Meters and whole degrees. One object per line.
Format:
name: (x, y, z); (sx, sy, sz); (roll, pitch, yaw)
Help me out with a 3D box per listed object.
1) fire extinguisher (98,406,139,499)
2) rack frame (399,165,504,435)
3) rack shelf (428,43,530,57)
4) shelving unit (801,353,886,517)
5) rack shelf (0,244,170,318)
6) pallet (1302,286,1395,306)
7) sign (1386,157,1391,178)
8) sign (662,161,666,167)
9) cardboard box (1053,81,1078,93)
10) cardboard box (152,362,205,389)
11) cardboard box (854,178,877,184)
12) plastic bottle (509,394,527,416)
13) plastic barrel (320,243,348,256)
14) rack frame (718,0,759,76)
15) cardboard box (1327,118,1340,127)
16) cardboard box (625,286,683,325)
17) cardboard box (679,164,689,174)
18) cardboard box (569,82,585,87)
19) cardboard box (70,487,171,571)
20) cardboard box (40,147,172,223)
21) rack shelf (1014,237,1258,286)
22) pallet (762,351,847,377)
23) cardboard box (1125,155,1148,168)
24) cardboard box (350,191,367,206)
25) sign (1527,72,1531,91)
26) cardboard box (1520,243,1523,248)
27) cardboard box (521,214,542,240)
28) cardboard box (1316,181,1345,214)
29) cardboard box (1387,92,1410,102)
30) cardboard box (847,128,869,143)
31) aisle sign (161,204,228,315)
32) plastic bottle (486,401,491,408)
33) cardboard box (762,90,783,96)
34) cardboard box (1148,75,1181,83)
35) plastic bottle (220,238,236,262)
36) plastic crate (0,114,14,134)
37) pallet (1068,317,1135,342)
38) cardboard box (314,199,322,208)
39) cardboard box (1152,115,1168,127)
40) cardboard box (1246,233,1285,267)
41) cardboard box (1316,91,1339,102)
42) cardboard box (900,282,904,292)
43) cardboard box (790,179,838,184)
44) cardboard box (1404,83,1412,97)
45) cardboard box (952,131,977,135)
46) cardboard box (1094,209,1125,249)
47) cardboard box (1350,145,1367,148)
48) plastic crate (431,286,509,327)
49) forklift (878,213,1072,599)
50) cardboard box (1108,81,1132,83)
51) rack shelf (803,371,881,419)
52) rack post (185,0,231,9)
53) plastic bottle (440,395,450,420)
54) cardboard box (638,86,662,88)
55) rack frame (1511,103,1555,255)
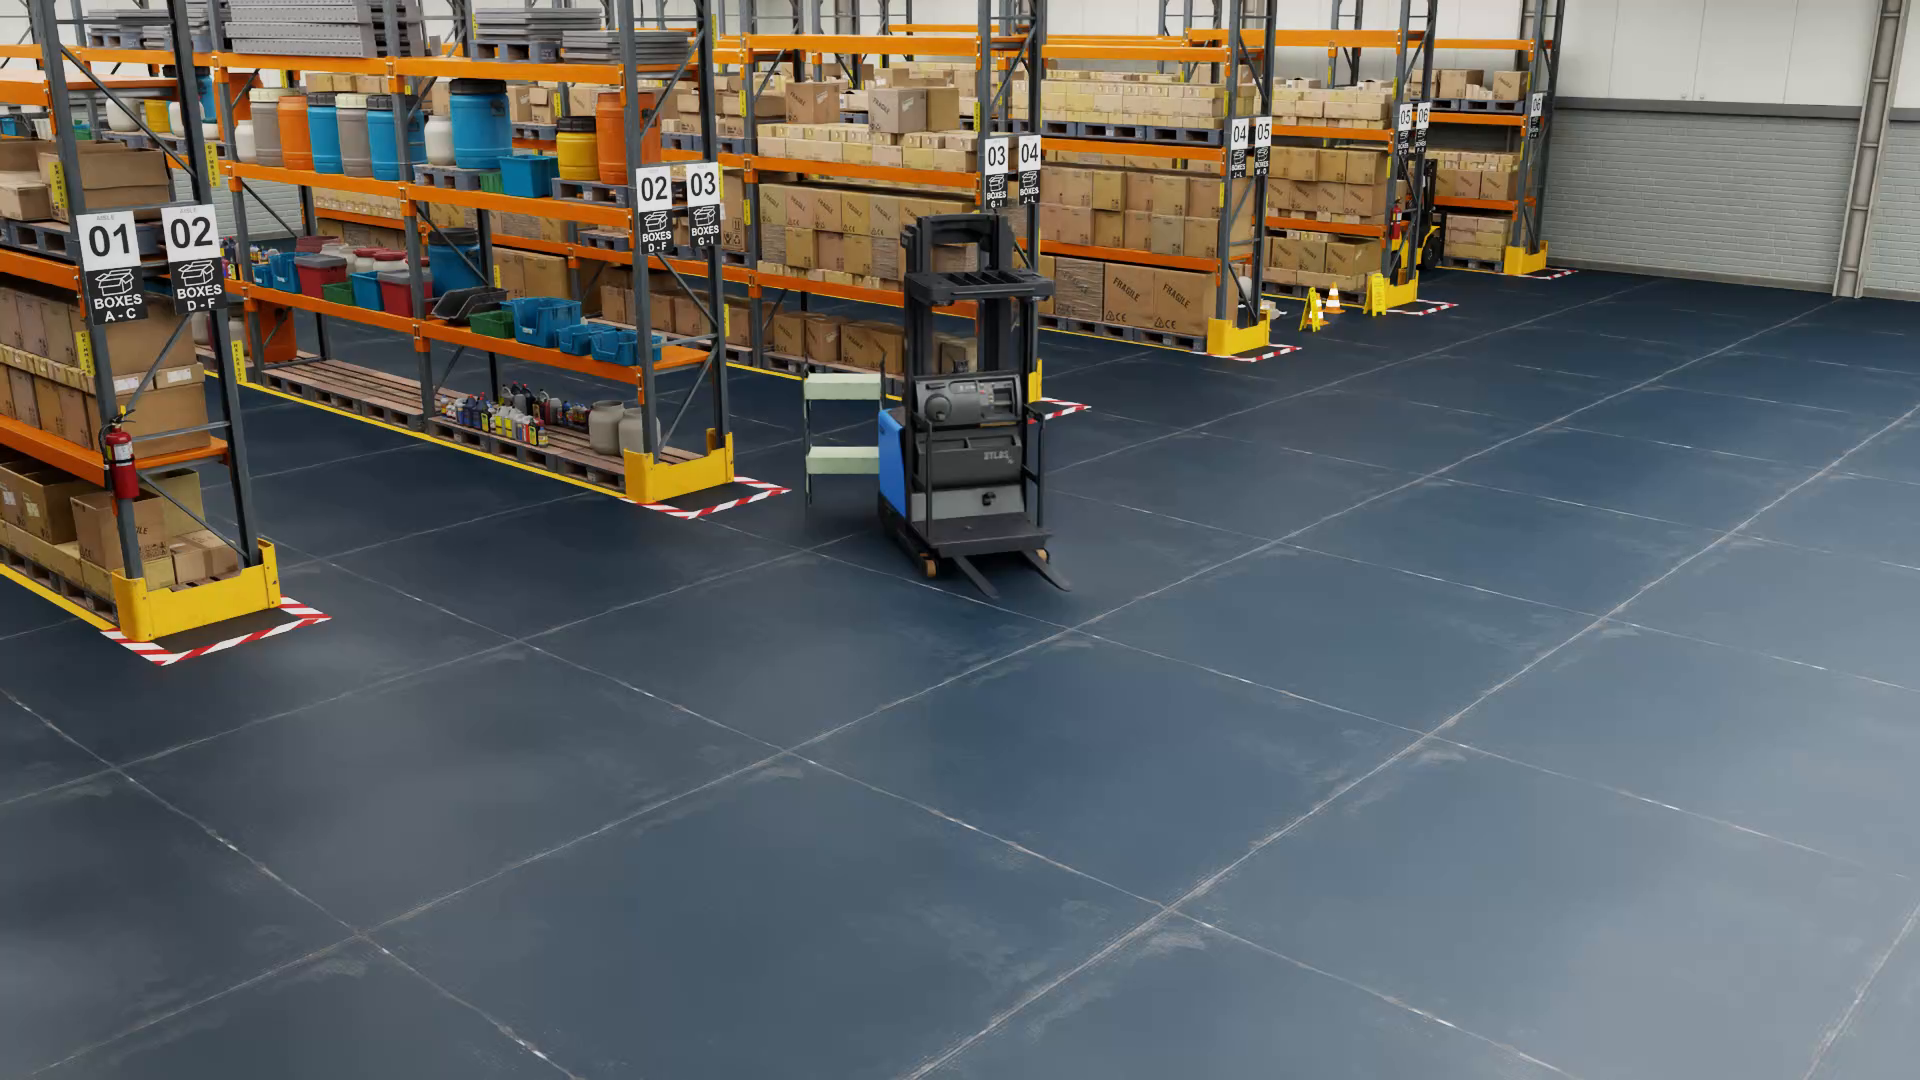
fire extinguisher: (-6.225, -0.649, 12.327); (0.183, 0.674, 0.296); (15, 23, 39)
rack frame: (-5.706, -2.738, 18.780); (0.127, 3.000, 1.000); (15, 23, 39)
rack shelf: (-6.906, -7.389, 25.369); (4.000, 0.370, 1.077); (15, 23, 39)
shelving unit: (-1.089, -0.995, 15.769); (0.755, 1.500, 0.431); (0, 18, 1)
rack shelf: (-7.501, -2.303, 13.641); (4.000, 0.370, 1.077); (15, 23, 39)
pallet: (6.510, -4.155, 27.855); (1.213, 0.211, 1.003); (15, 23, 39)
sign: (6.767, -5.879, 26.240); (0.005, 0.325, 0.100); (15, 23, 39)
sign: (-5.389, -6.855, 30.322); (0.005, 0.325, 0.100); (15, 23, 39)
cardboard box: (1.566, -6.596, 24.214); (0.250, 0.149, 0.380); (15, 23, 38)
cardboard box: (-6.156, -1.299, 13.009); (0.250, 0.149, 0.380); (15, 23, 39)
cardboard box: (-1.334, -6.094, 27.538); (0.500, 0.500, 0.700); (15, 23, 38)
plastic bottle: (-4.969, -1.508, 18.681); (0.135, 0.276, 0.152); (15, 23, 39)
plastic barrel: (-7.787, -3.436, 20.796); (0.421, 0.512, 0.421); (0, 18, 0)
rack frame: (-4.816, -11.370, 36.061); (0.127, 3.000, 1.000); (15, 23, 39)
cardboard box: (6.169, -6.786, 26.990); (0.250, 0.149, 0.380); (15, 23, 40)
cardboard box: (-4.473, -3.442, 24.402); (0.500, 0.500, 0.700); (13, 22, 35)
cardboard box: (-4.833, -6.693, 29.980); (0.250, 0.149, 0.380); (16, 24, 41)
cardboard box: (-7.109, -8.611, 31.748); (0.500, 0.250, 0.500); (15, 23, 40)
cardboard box: (-6.604, -0.102, 13.087); (0.500, 0.500, 0.500); (15, 23, 39)
cardboard box: (-6.432, -2.677, 12.533); (0.797, 0.503, 0.637); (-16, 24, -42)
rack shelf: (2.445, -4.216, 24.627); (4.000, 0.370, 1.077); (15, 23, 39)
pallet: (-1.893, -2.403, 22.334); (1.213, 0.211, 1.003); (15, 23, 39)
cardboard box: (3.290, -6.630, 29.694); (0.500, 0.500, 0.500); (15, 23, 40)
cardboard box: (-10.054, -5.873, 28.414); (0.500, 0.250, 0.500); (14, 23, 38)
sign: (10.072, -8.115, 29.433); (0.005, 0.325, 0.100); (15, 23, 39)
cardboard box: (10.205, -5.454, 31.189); (0.500, 0.250, 0.500); (15, 23, 39)
cardboard box: (-6.313, -4.854, 25.282); (0.500, 0.500, 0.500); (15, 23, 39)
cardboard box: (6.191, -5.635, 27.253); (0.500, 0.500, 0.500); (15, 23, 39)
cardboard box: (7.020, -7.105, 26.679); (0.250, 0.149, 0.380); (15, 23, 39)
cardboard box: (-1.165, -4.975, 20.458); (0.250, 0.149, 0.380); (16, 23, 41)
aisle sign: (-5.753, -2.110, 12.504); (0.004, 0.787, 0.394); (15, 23, 39)
plastic bottle: (-5.190, -1.390, 18.314); (0.097, 0.271, 0.097); (0, 18, 0)
cardboard box: (-3.021, -7.396, 28.332); (0.500, 0.500, 0.500); (15, 23, 39)
cardboard box: (3.641, -7.985, 29.082); (0.500, 0.250, 0.500); (16, 23, 40)
plastic bottle: (-9.962, -3.928, 22.611); (0.185, 0.351, 0.144); (15, 23, 39)
plastic crate: (-14.579, -6.375, 25.496); (0.590, 0.269, 0.497); (15, 23, 39)
pallet: (2.383, -3.216, 24.897); (1.213, 0.211, 1.003); (15, 23, 39)
cardboard box: (-11.155, -5.951, 29.320); (0.250, 0.149, 0.380); (15, 23, 38)
cardboard box: (2.898, -5.858, 23.209); (0.250, 0.149, 0.380); (15, 23, 40)
cardboard box: (5.216, -4.959, 28.390); (0.500, 0.500, 0.500); (17, 24, 42)
cardboard box: (5.998, -7.210, 27.009); (0.250, 0.149, 0.380); (15, 23, 39)
cardboard box: (-0.521, -3.148, 20.489); (0.250, 0.149, 0.380); (15, 23, 39)
cardboard box: (-1.900, -4.497, 22.012); (0.500, 0.500, 0.500); (15, 23, 39)
cardboard box: (8.360, -8.471, 31.250); (0.258, 0.266, 0.396); (14, 23, 38)
cardboard box: (0.120, -4.808, 19.933); (0.250, 0.149, 0.380); (15, 23, 38)
cardboard box: (2.448, -4.637, 24.515); (0.500, 0.550, 0.875); (15, 23, 39)
cardboard box: (7.760, -7.564, 32.257); (0.250, 0.149, 0.380); (15, 23, 40)
plastic crate: (-5.399, -2.575, 18.368); (0.504, 0.338, 0.767); (15, 23, 39)
forklift: (0.137, -1.201, 14.051); (1.130, 2.935, 3.031); (-5, 18, -16)
cardboard box: (2.378, -6.644, 24.365); (0.250, 0.149, 0.380); (15, 23, 39)
rack shelf: (-1.089, -1.367, 15.651); (0.720, 0.370, 0.431); (0, 18, 1)
rack post: (-9.346, -6.781, 20.749); (0.986, 0.289, 0.624); (15, 23, 39)
plastic bottle: (-5.759, -1.484, 18.613); (0.097, 0.271, 0.097); (0, 18, 0)
cardboard box: (-4.497, -6.238, 23.857); (0.500, 0.500, 0.500); (15, 23, 39)
rack frame: (10.443, -6.421, 30.387); (0.127, 3.000, 1.000); (15, 23, 39)
